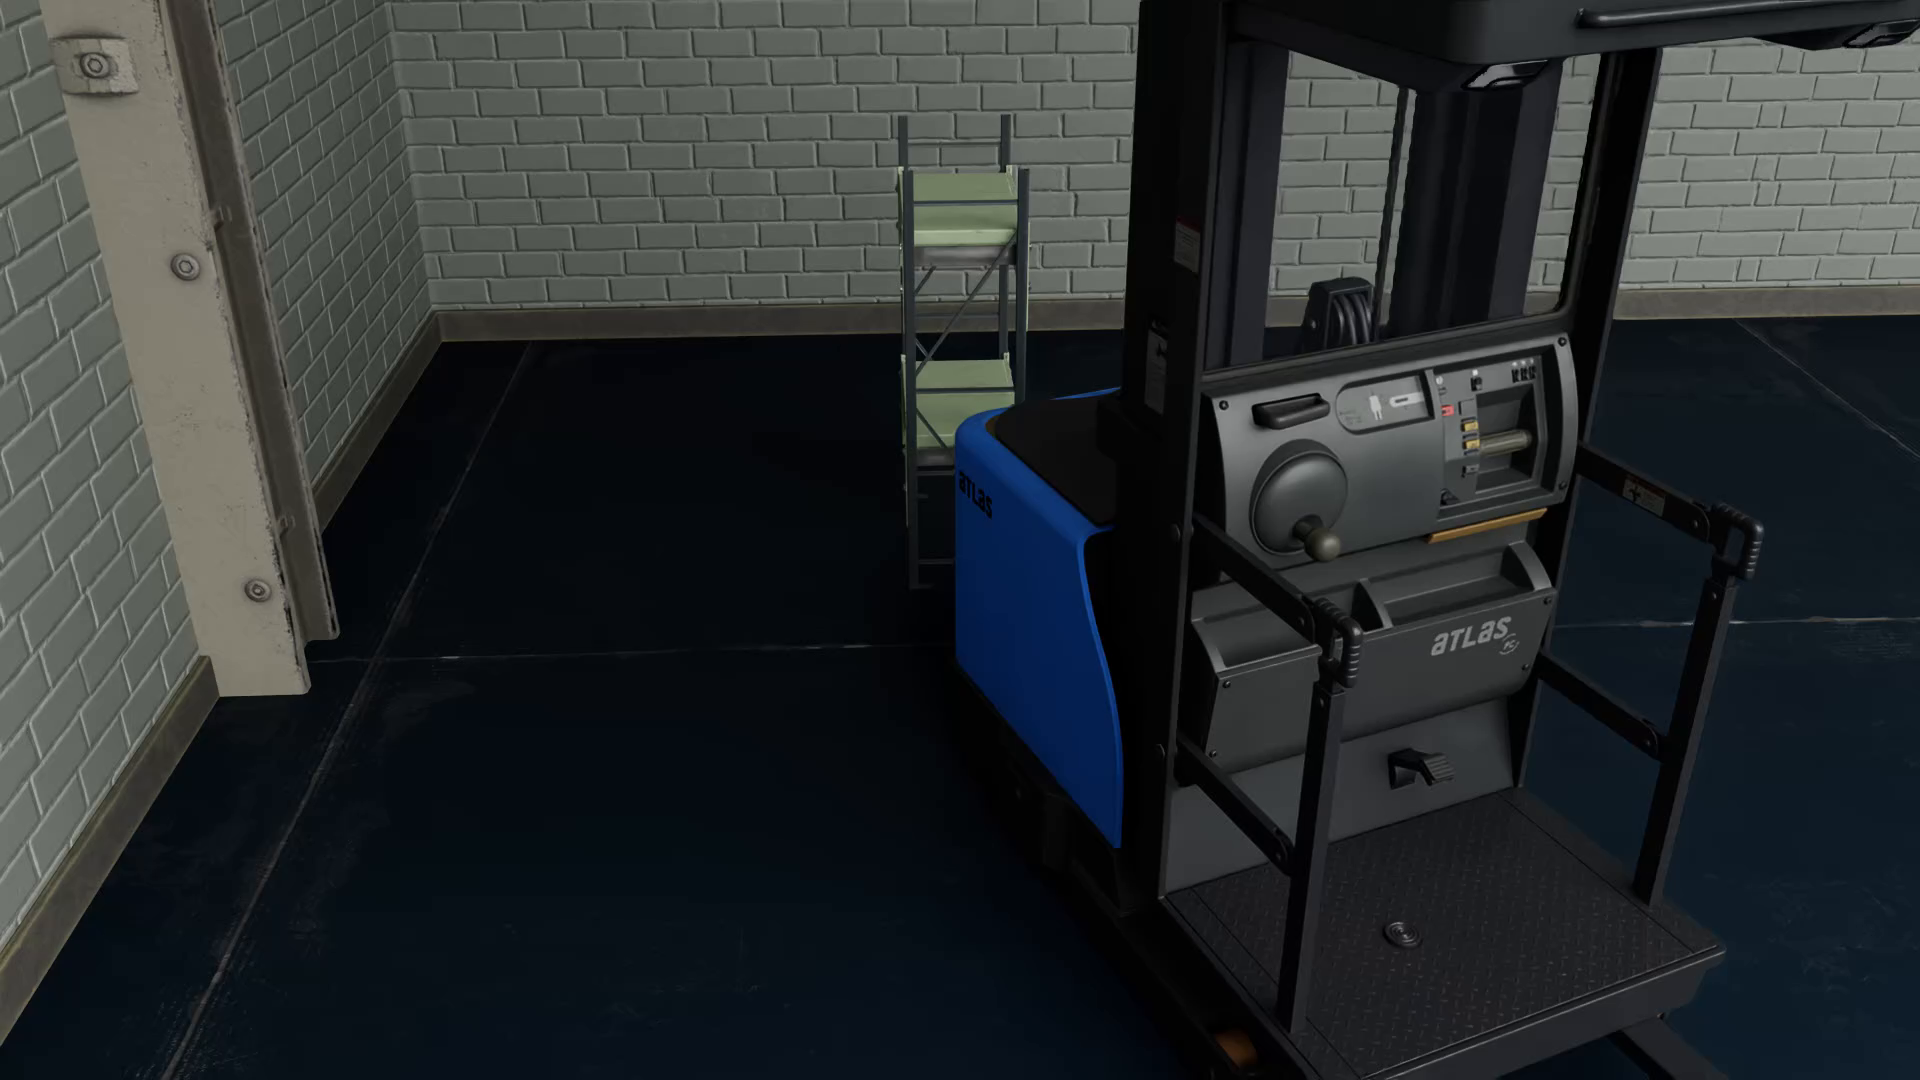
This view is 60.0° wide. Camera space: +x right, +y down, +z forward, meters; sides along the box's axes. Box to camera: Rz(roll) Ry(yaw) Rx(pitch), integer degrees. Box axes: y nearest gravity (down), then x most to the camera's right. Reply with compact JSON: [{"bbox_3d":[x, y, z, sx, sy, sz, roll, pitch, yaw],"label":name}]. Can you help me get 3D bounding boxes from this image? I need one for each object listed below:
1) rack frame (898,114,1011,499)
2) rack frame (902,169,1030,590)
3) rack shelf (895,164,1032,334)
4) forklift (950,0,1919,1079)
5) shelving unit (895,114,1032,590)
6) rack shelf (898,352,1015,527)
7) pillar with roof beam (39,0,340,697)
[{"bbox_3d":[-0.019,-0.837,6.233,0.400,1.500,0.023,-1,28,-3],"label":"rack frame"},{"bbox_3d":[0.019,-0.499,5.585,0.400,1.500,0.023,-1,28,-3],"label":"rack frame"},{"bbox_3d":[0.000,-1.014,5.729,0.431,0.370,0.720,-1,28,-3],"label":"rack shelf"},{"bbox_3d":[1.036,-0.165,3.396,1.130,2.935,3.031,-12,30,-21],"label":"forklift"},{"bbox_3d":[0.000,-0.668,5.909,0.431,1.500,0.755,-1,28,-3],"label":"shelving unit"},{"bbox_3d":[0.000,-0.379,6.060,0.431,0.370,0.720,-1,28,-3],"label":"rack shelf"},{"bbox_3d":[2.049,-3.691,3.595,9.100,9.000,0.400,-1,28,-3],"label":"pillar with roof beam"}]
